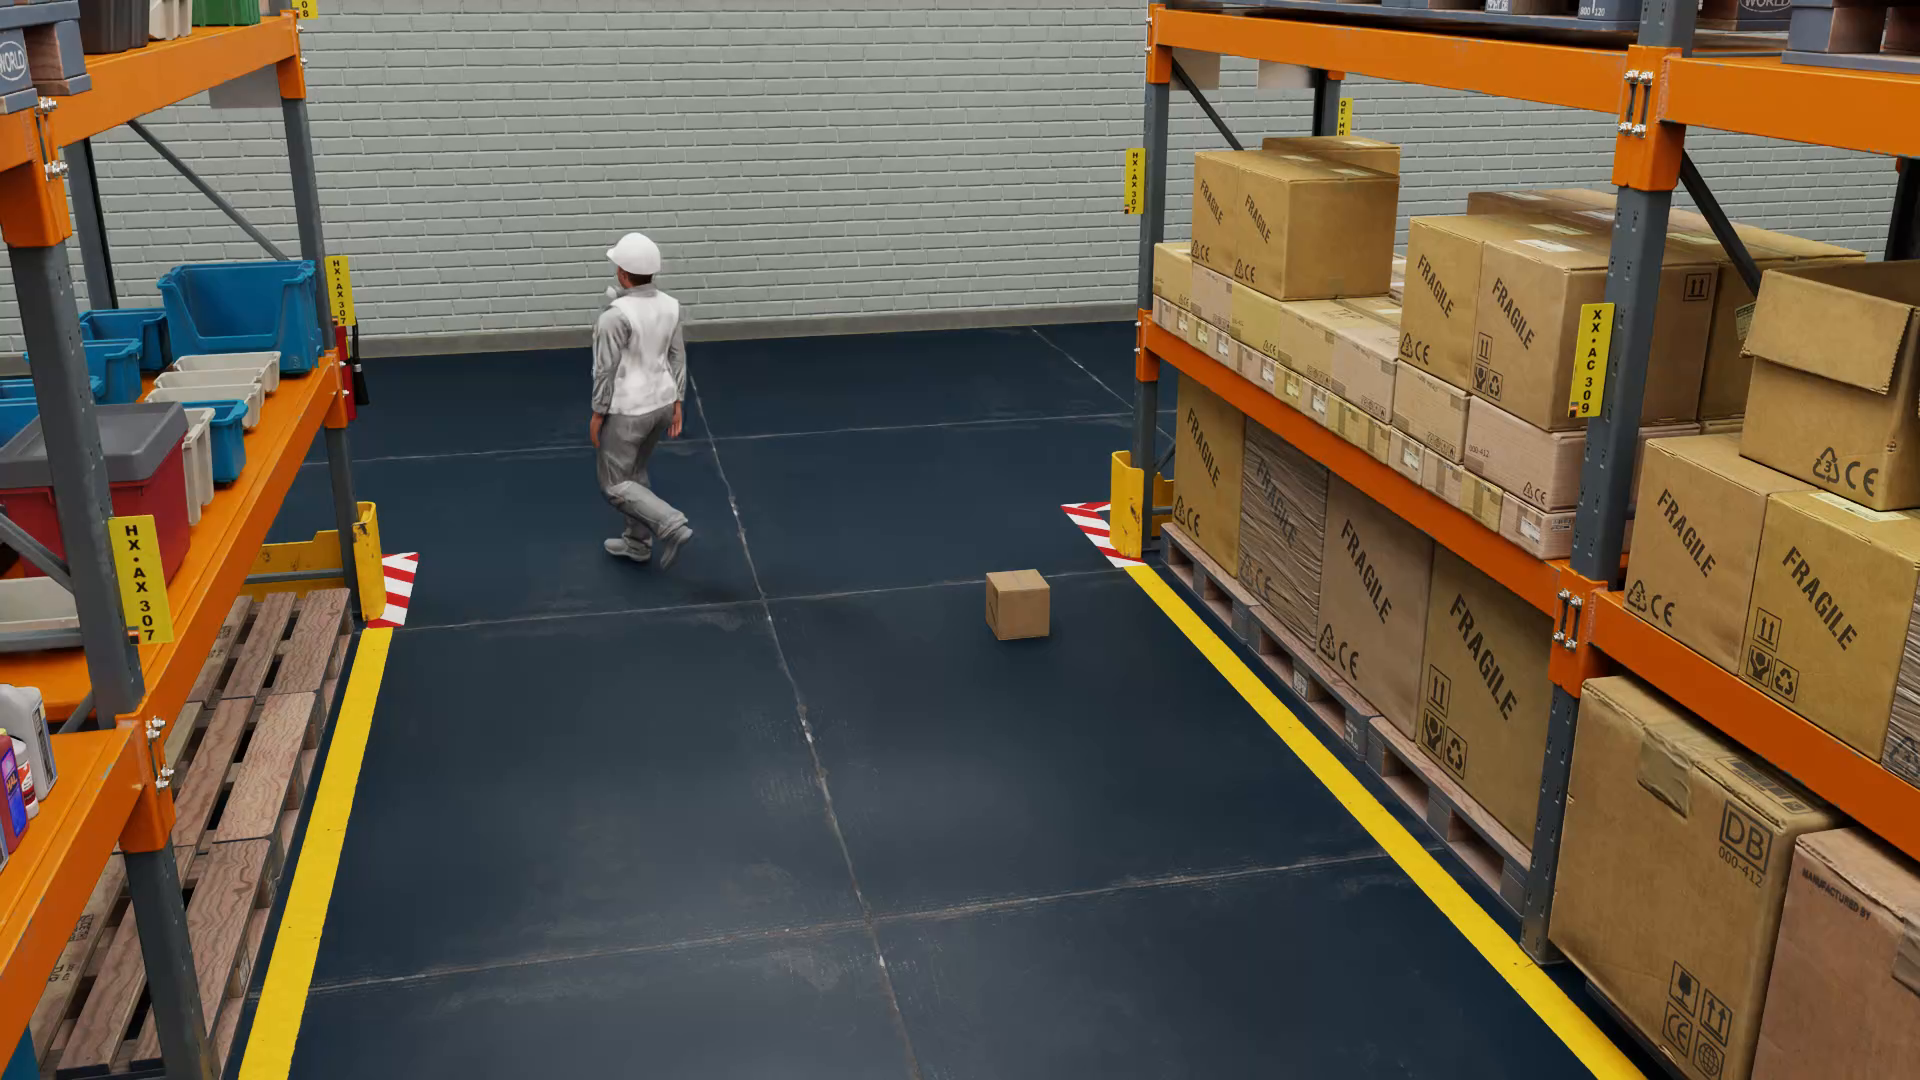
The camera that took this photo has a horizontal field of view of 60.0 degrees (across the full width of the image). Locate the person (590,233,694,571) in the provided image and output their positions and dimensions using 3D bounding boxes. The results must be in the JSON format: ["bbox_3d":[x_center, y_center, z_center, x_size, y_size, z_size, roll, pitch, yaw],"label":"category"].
[{"bbox_3d":[-1.618,-0.680,8.426,0.759,1.746,0.529,11,22,29],"label":"person"}]
